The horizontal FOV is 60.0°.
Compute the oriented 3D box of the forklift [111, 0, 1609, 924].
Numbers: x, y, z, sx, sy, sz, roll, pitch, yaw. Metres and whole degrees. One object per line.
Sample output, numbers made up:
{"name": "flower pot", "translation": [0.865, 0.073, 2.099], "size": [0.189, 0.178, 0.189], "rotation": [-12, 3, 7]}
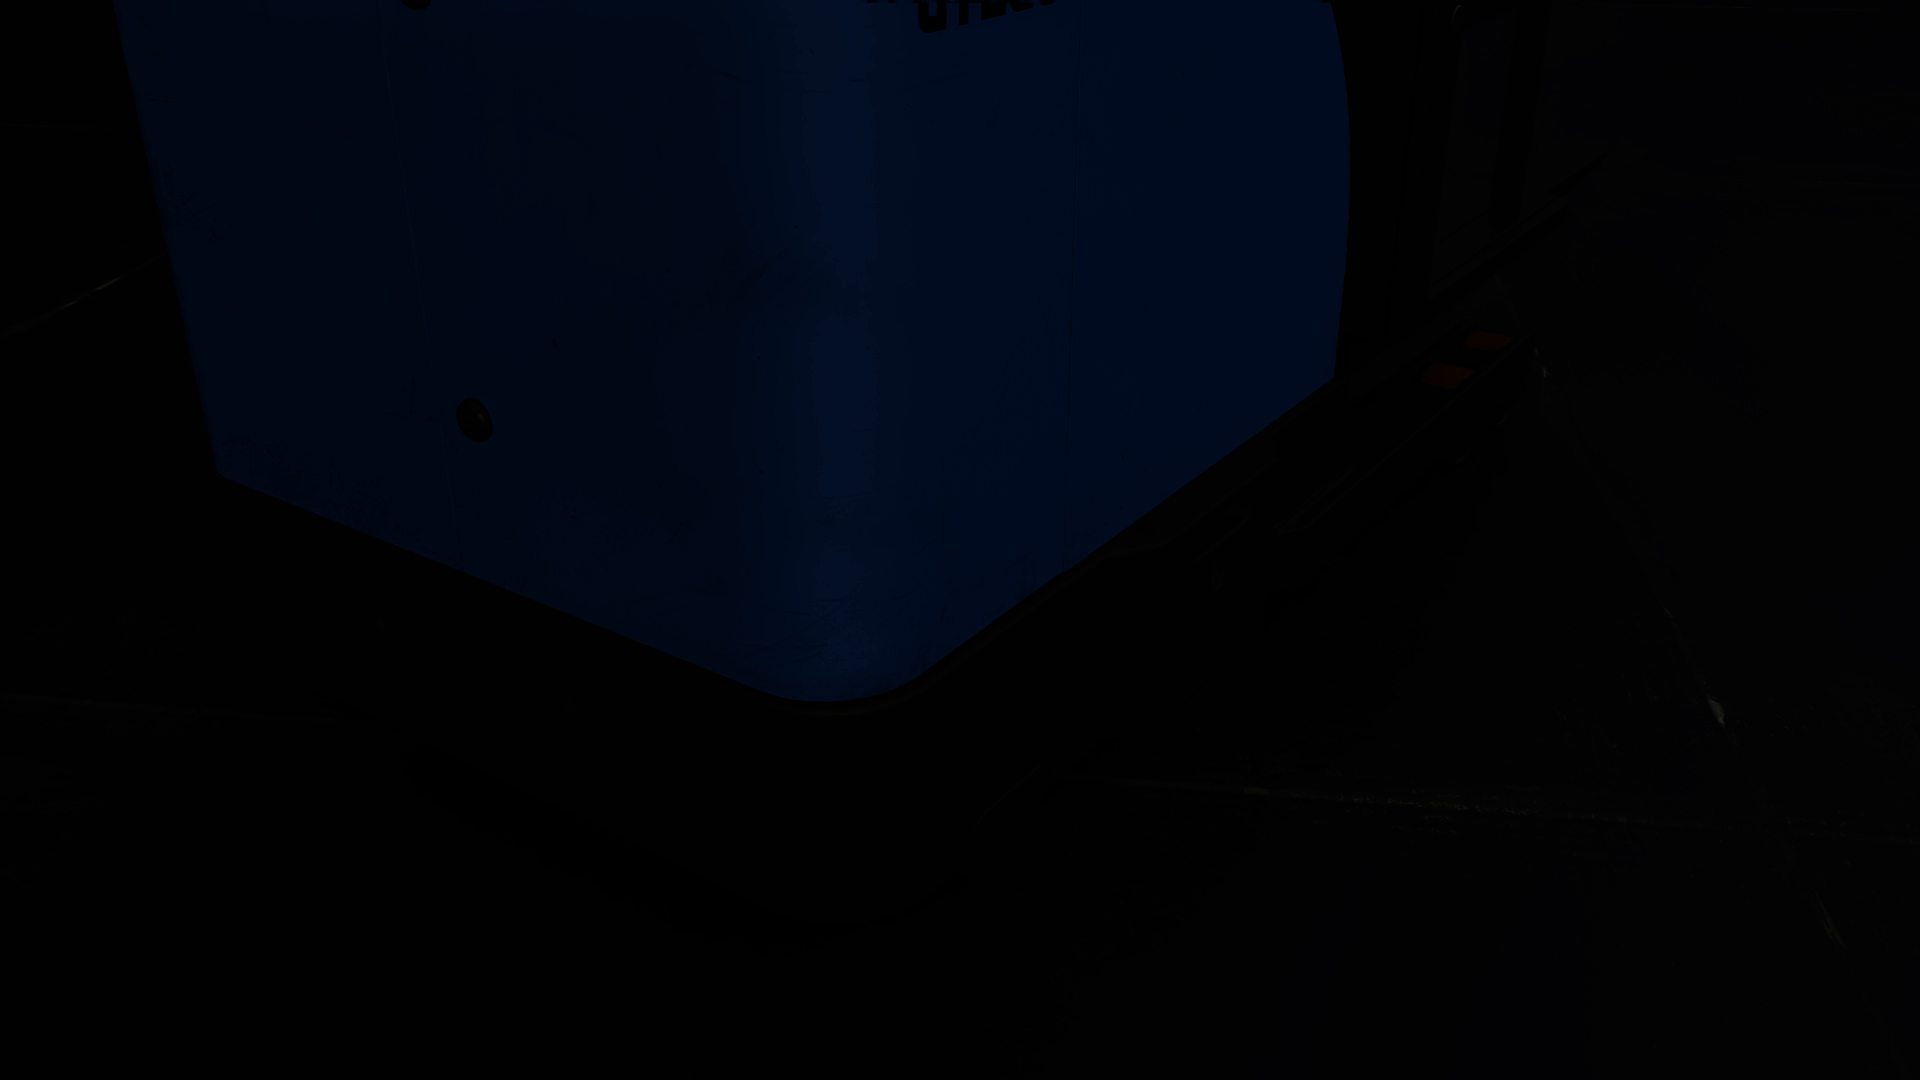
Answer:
{"name": "forklift", "translation": [0.343, -1.547, 2.318], "size": [1.130, 2.935, 3.031], "rotation": [17, 31, 31]}
